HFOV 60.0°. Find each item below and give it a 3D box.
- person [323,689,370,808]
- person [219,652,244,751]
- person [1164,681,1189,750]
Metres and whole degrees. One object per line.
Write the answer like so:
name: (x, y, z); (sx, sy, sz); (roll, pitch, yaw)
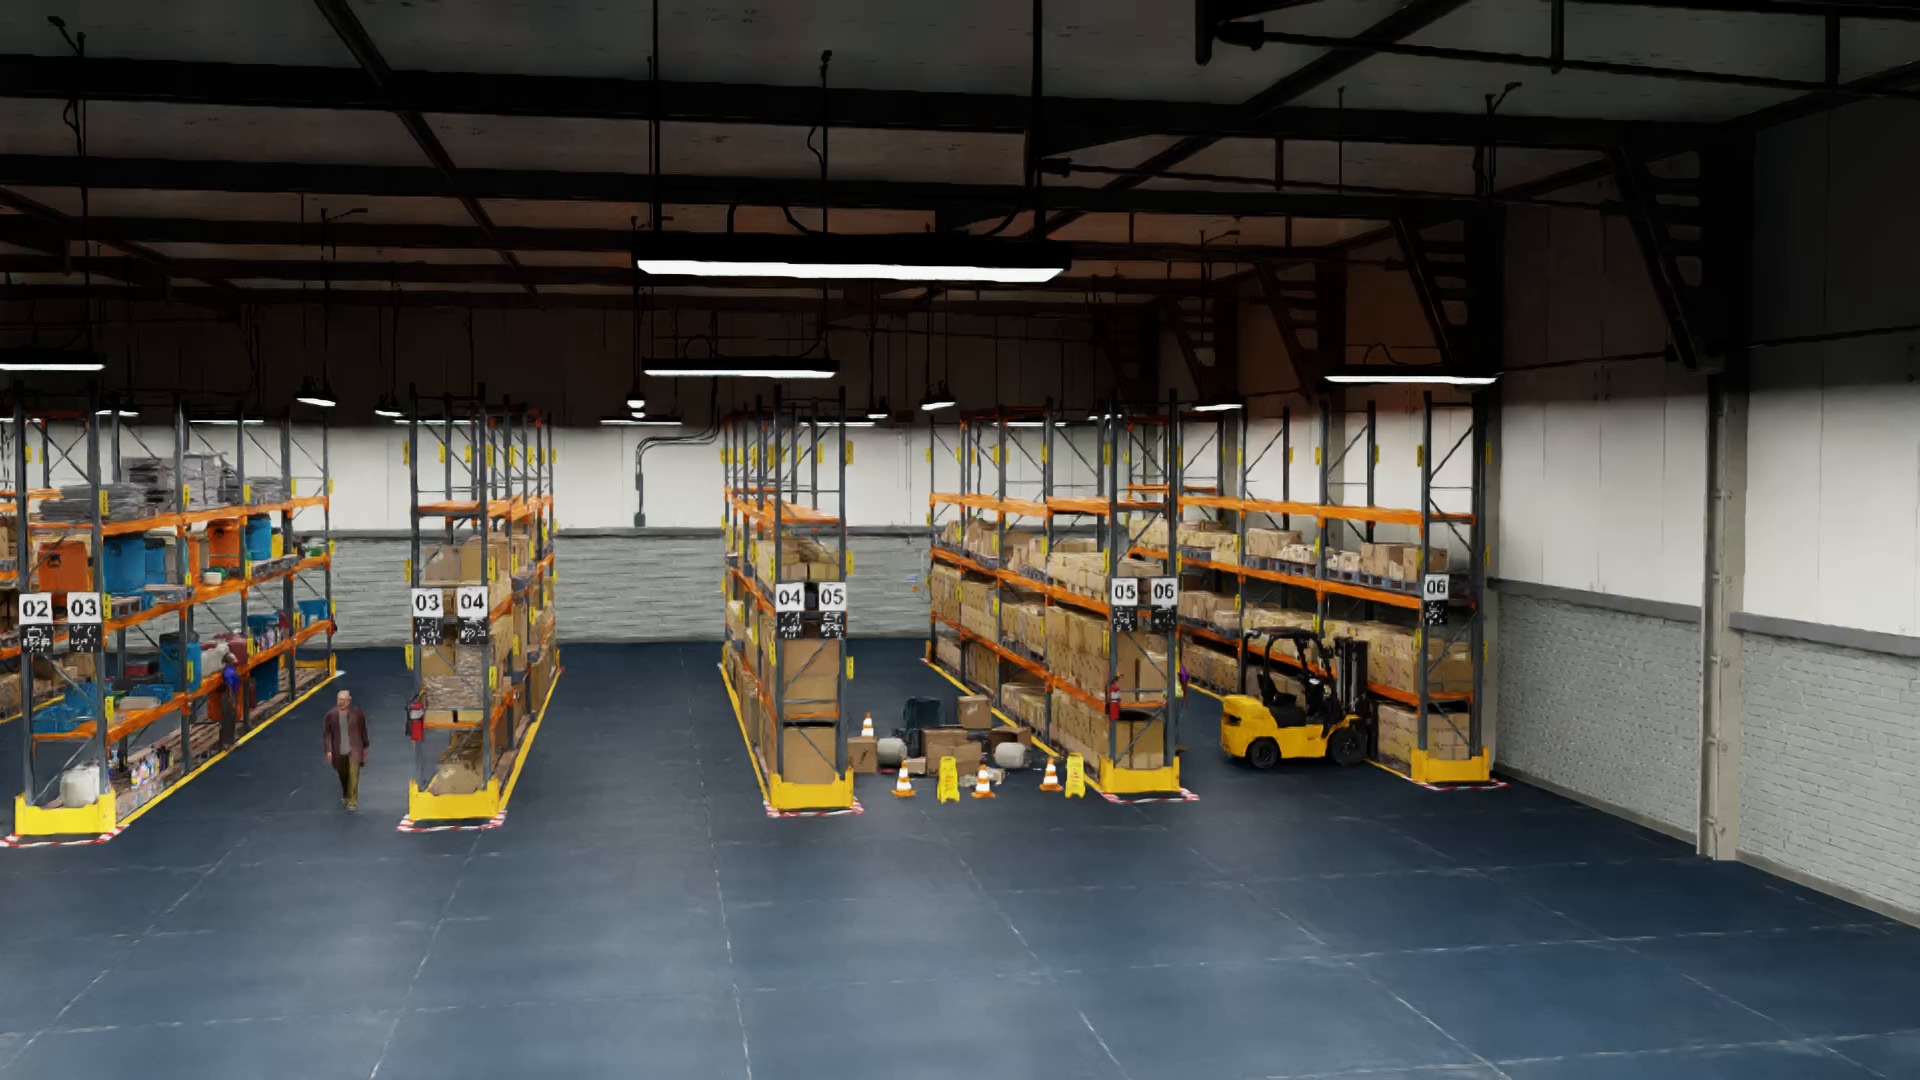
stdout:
person: (-8.676, 2.918, 23.503); (0.598, 1.651, 1.013); (0, 3, -8)
person: (-12.400, 2.721, 28.267); (0.370, 1.663, 0.605); (-1, 3, -19)
person: (3.669, 2.718, 28.372); (0.428, 1.660, 0.631); (-3, 4, -42)
